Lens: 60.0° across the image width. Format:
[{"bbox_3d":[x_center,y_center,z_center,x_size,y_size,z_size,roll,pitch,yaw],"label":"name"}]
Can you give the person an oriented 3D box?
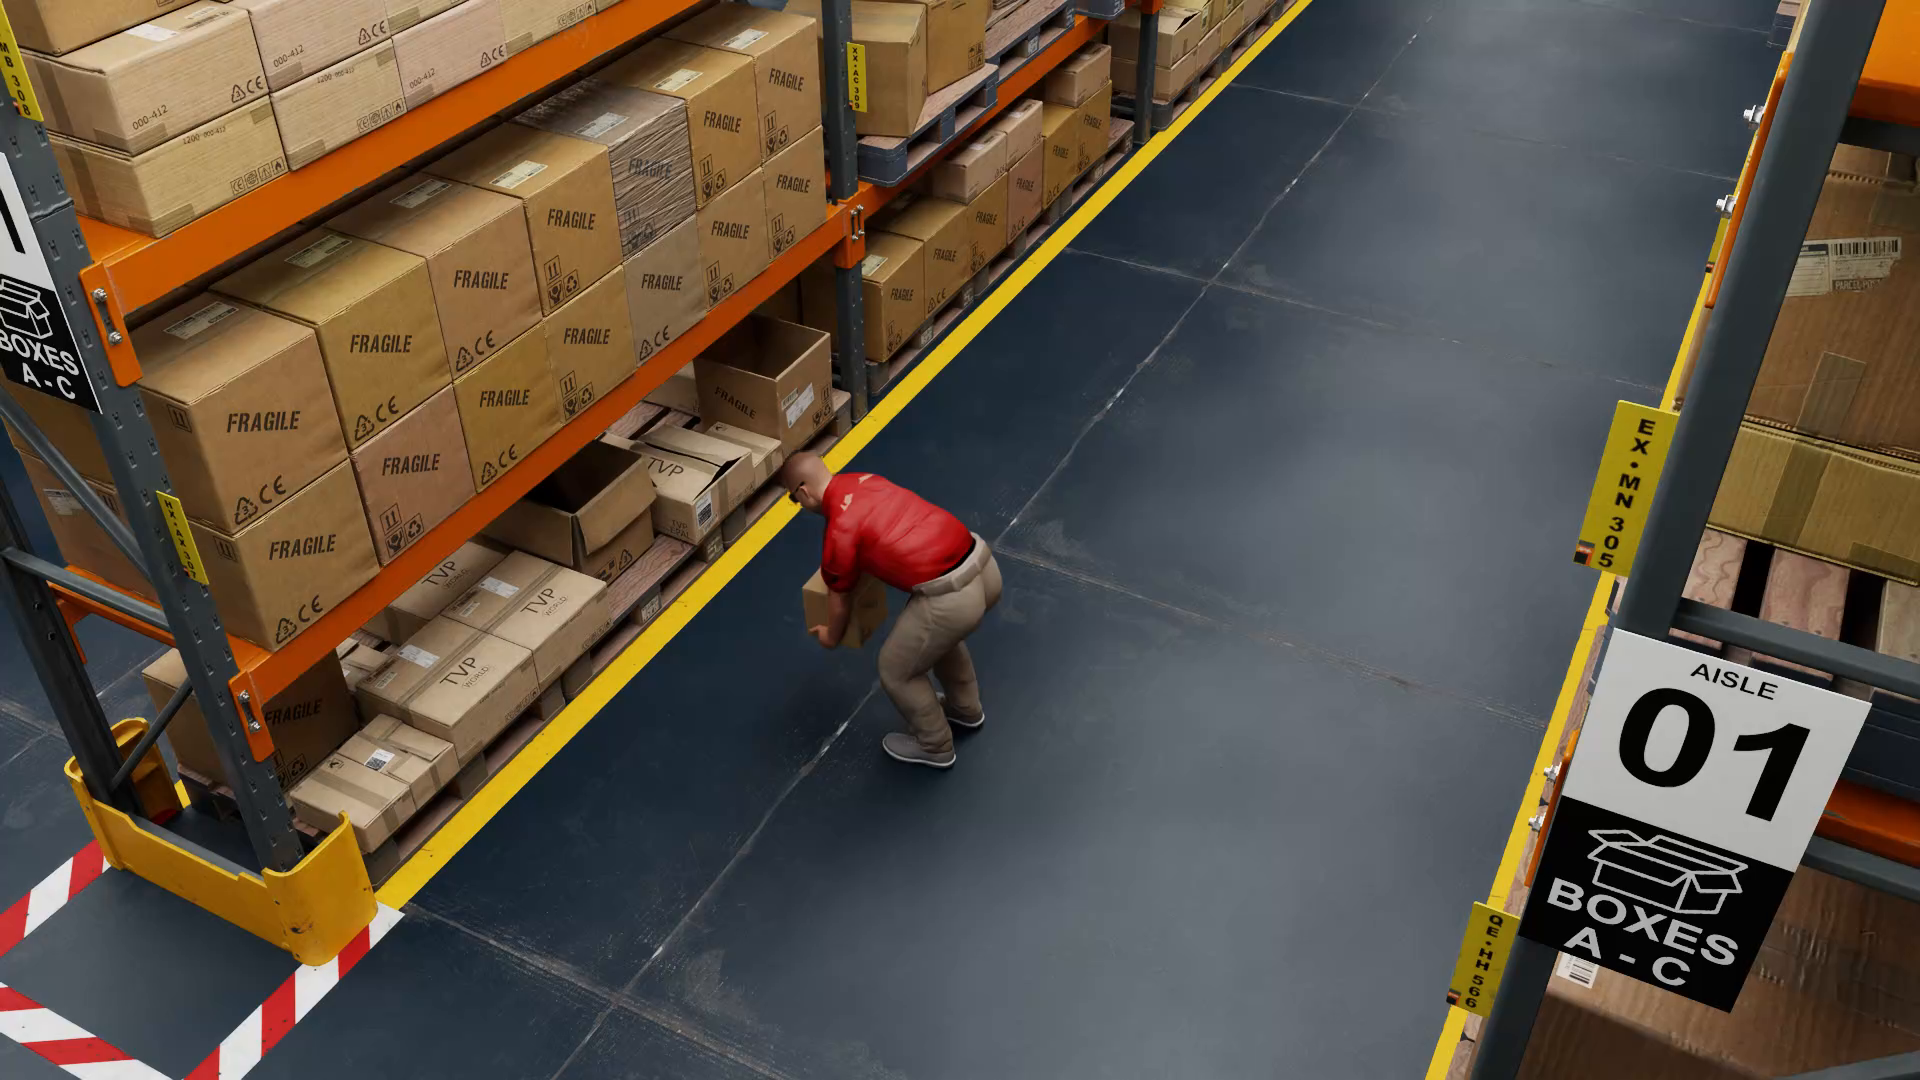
[{"bbox_3d":[-0.281,0.267,6.771,0.898,1.301,0.494,16,41,20],"label":"person"}]
